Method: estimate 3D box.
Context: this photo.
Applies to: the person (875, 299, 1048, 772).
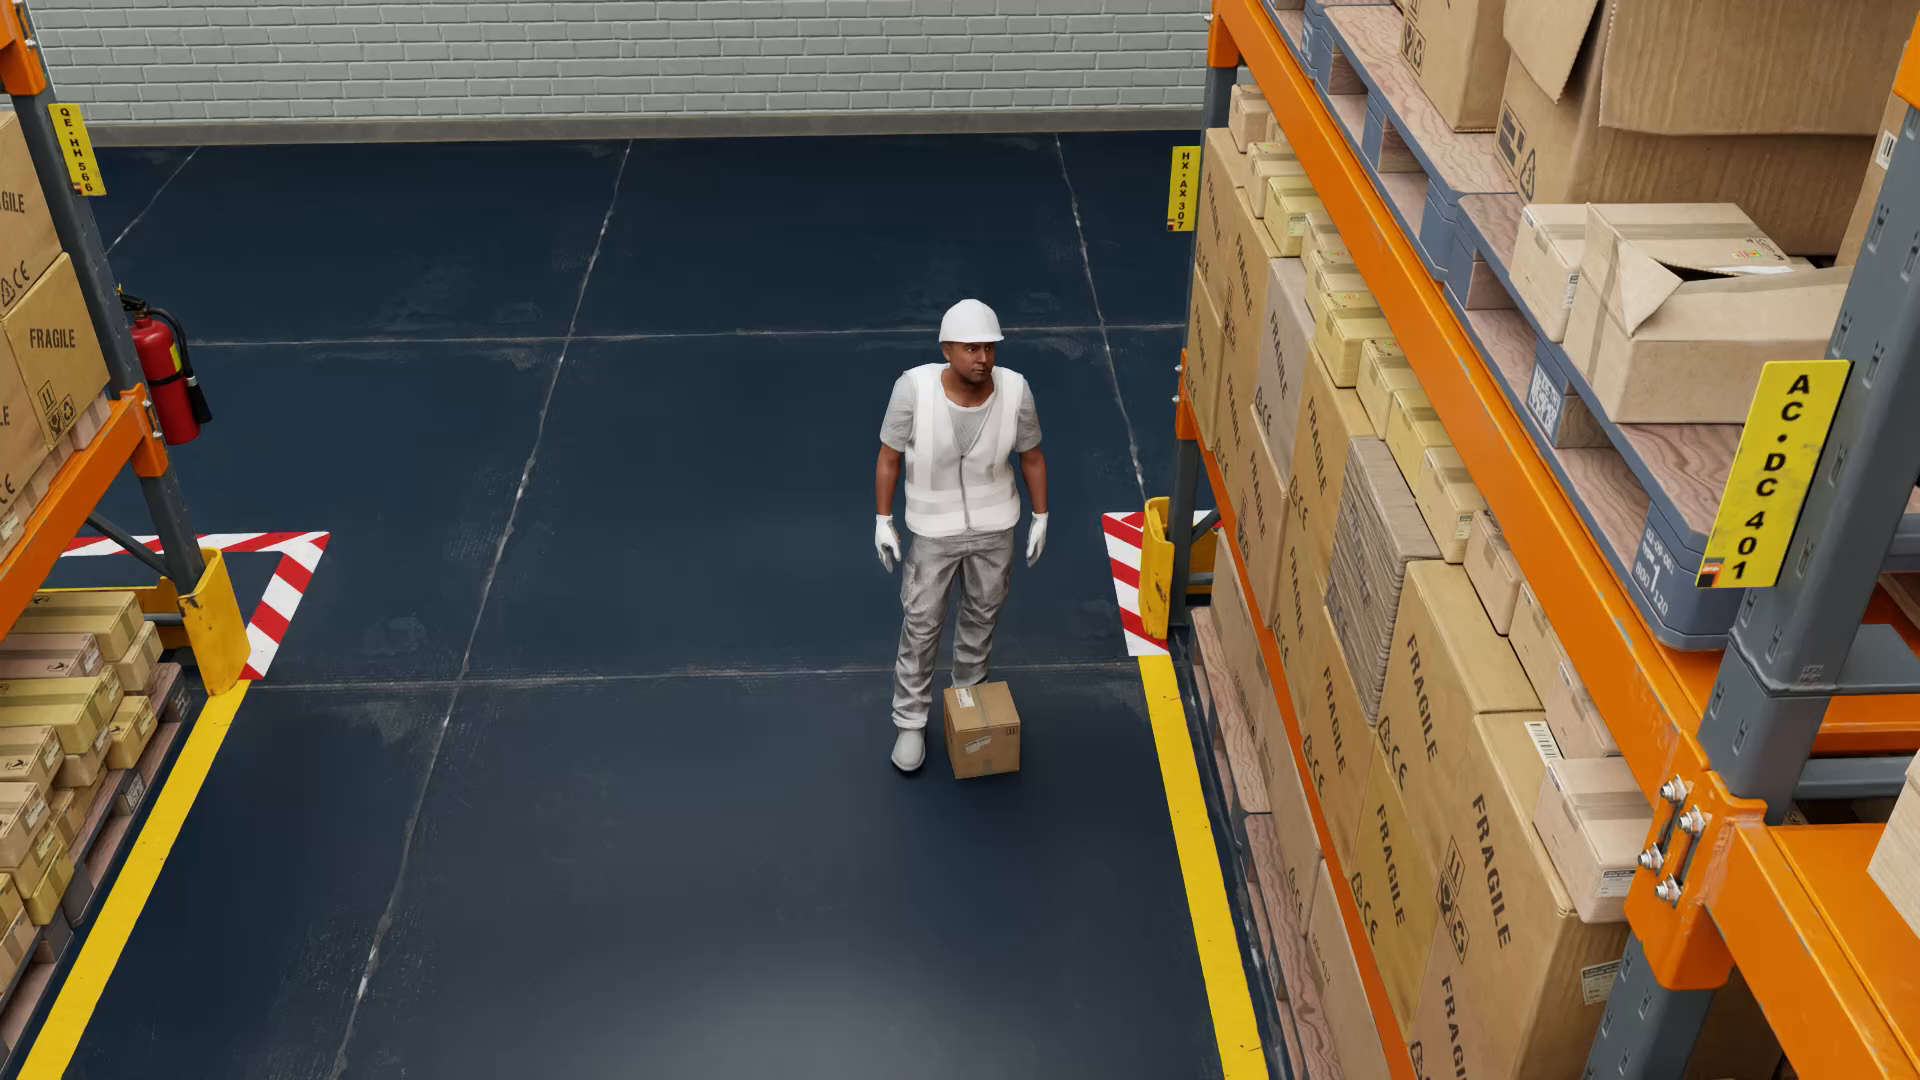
[{"bbox_3d":[0.017,-0.011,6.128,0.656,1.783,0.576,-6,35,-8],"label":"person"}]
